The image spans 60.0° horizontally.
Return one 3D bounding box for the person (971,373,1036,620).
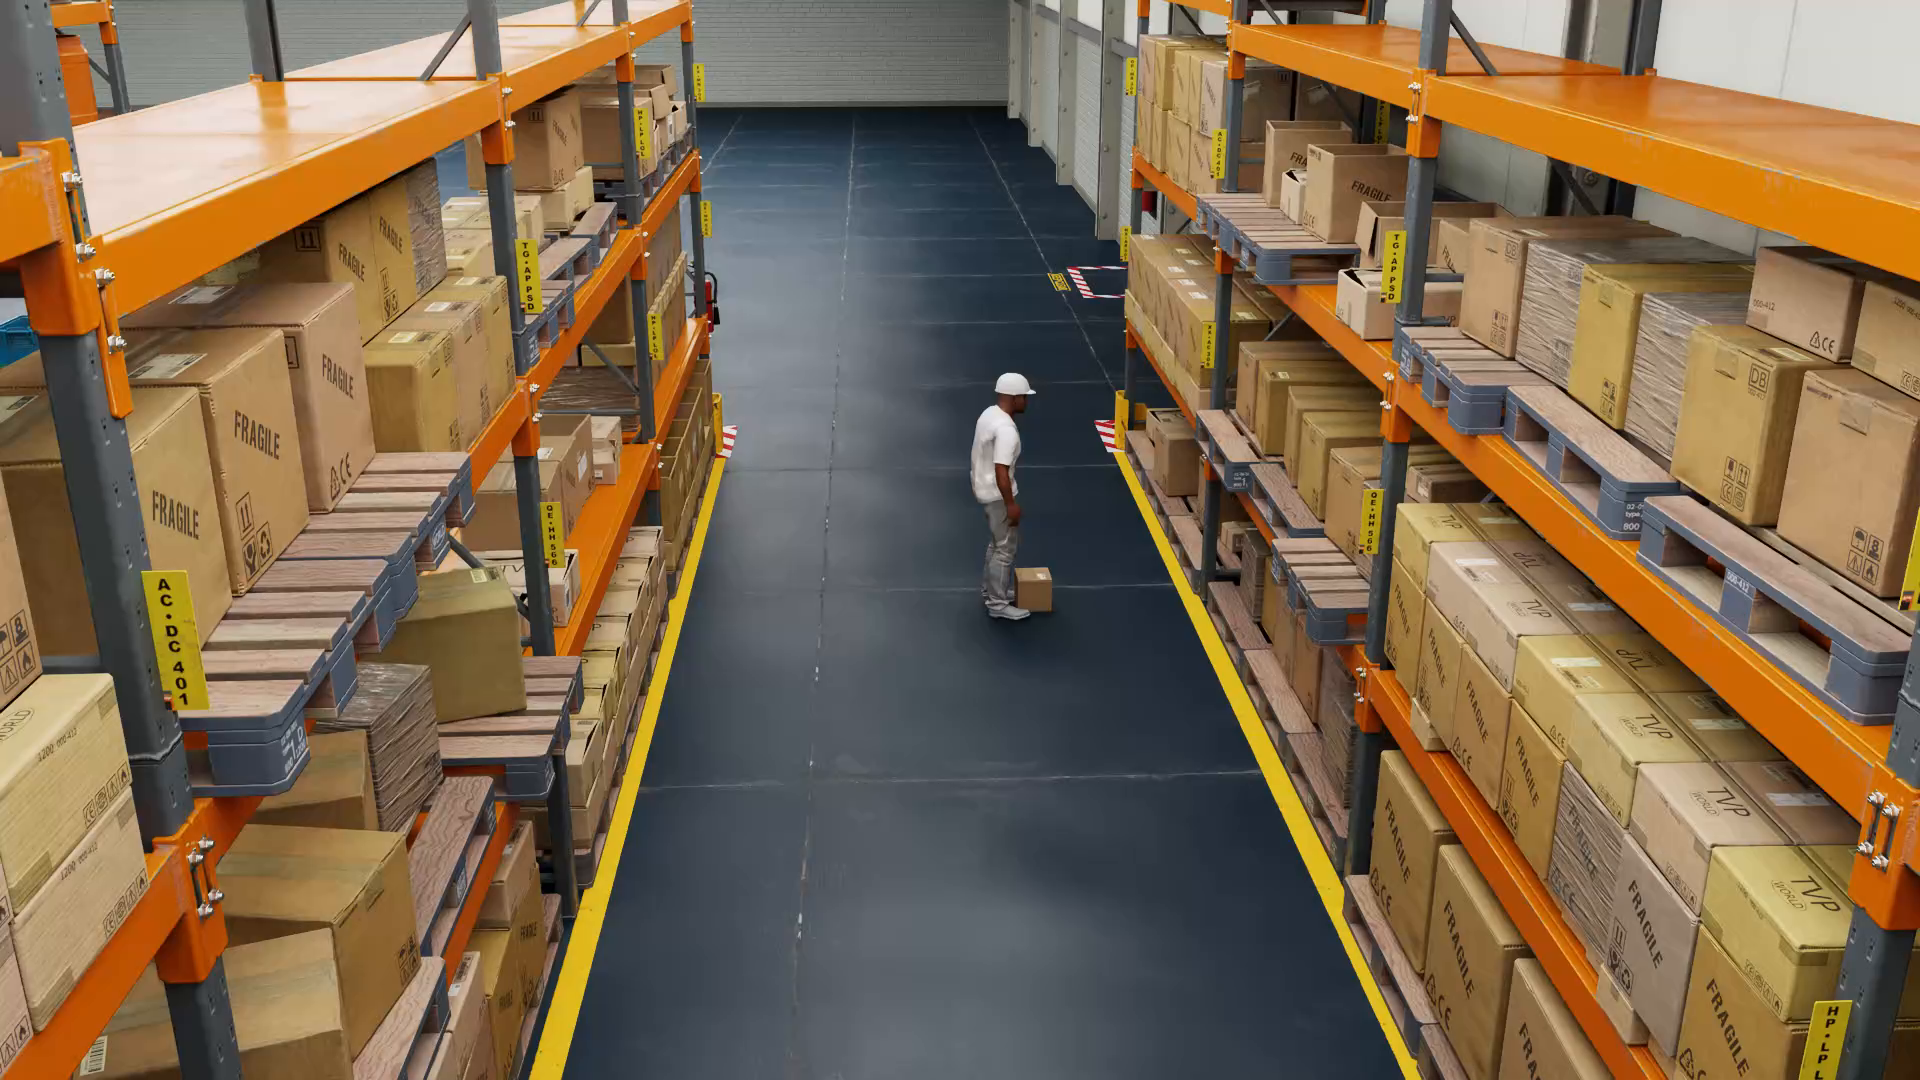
[{"bbox_3d":[0.312,-0.335,11.963,0.457,1.756,0.635,-2,20,-6],"label":"person"}]
